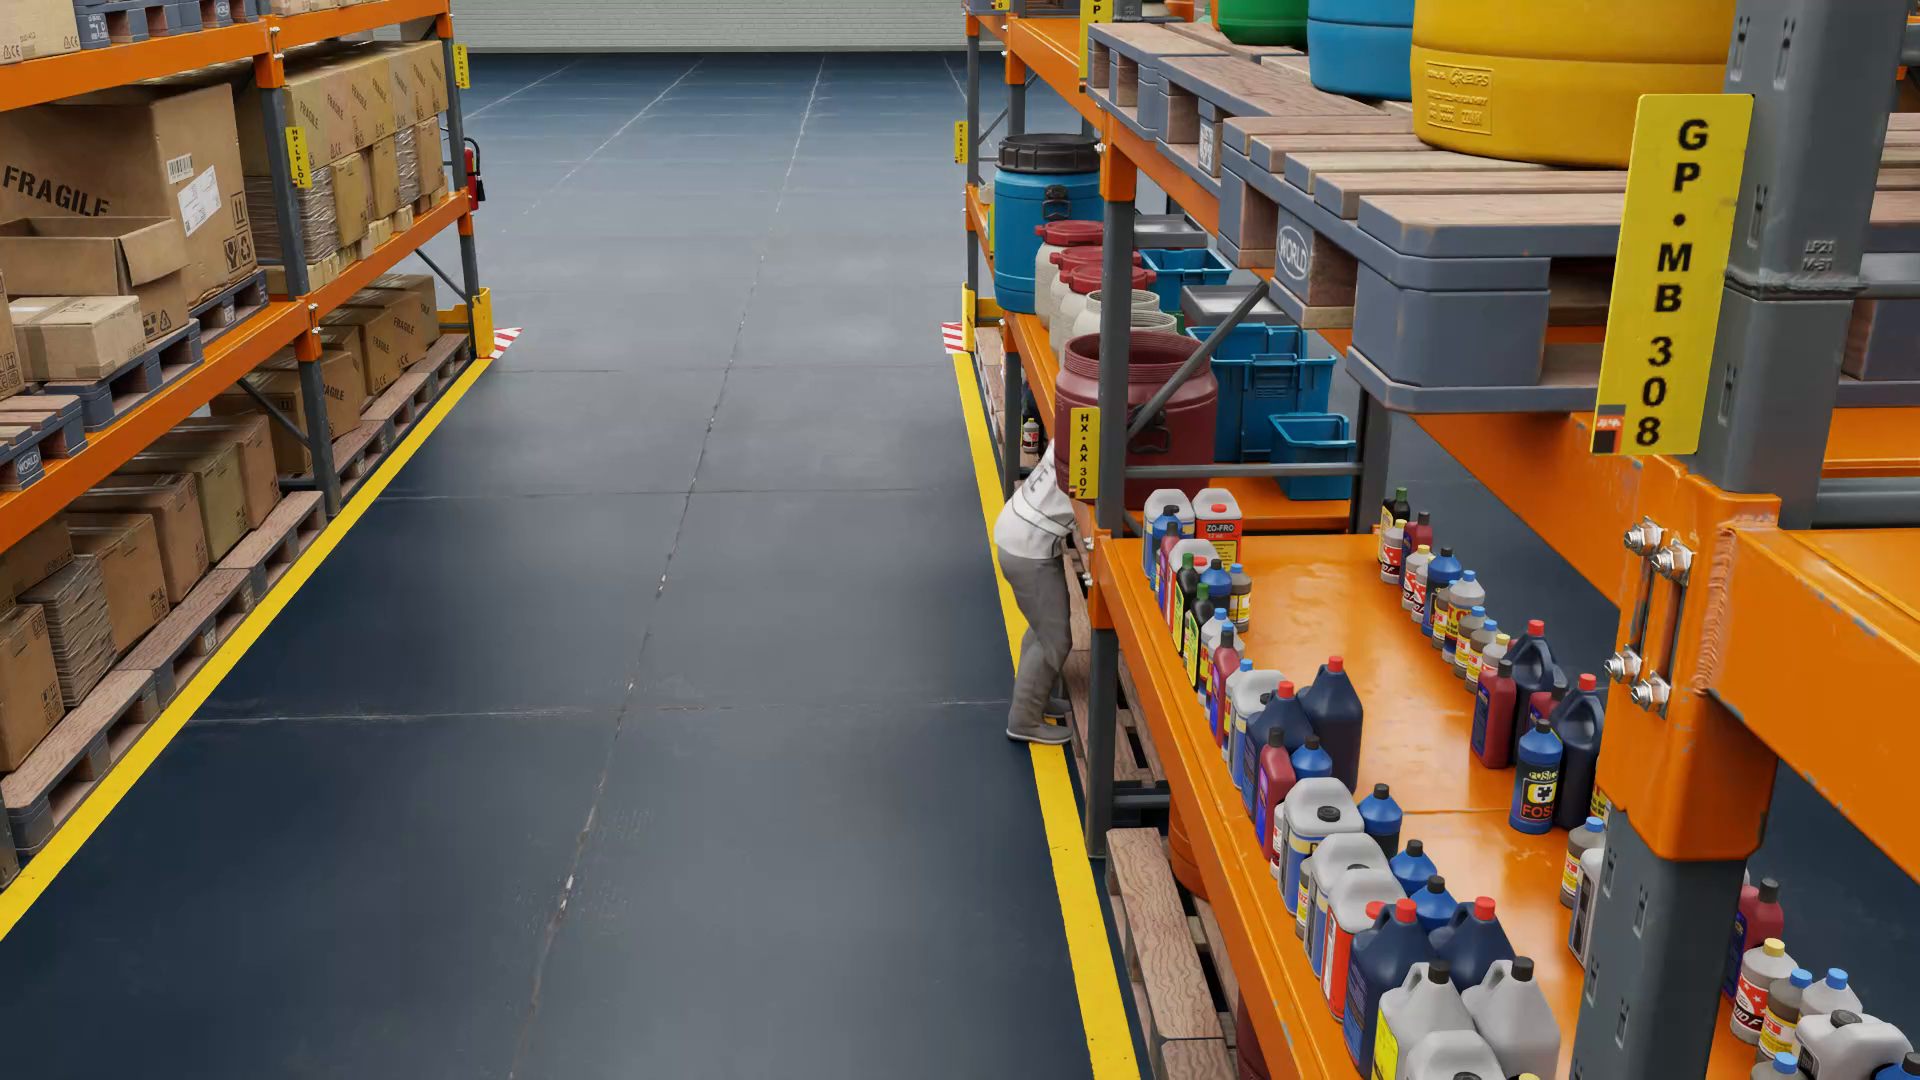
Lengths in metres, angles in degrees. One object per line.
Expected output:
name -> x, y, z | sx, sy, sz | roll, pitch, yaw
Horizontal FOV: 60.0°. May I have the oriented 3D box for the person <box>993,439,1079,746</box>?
person -> 0.487, 0.094, 7.005 | 0.698, 1.547, 0.412 | 0, 21, 1
